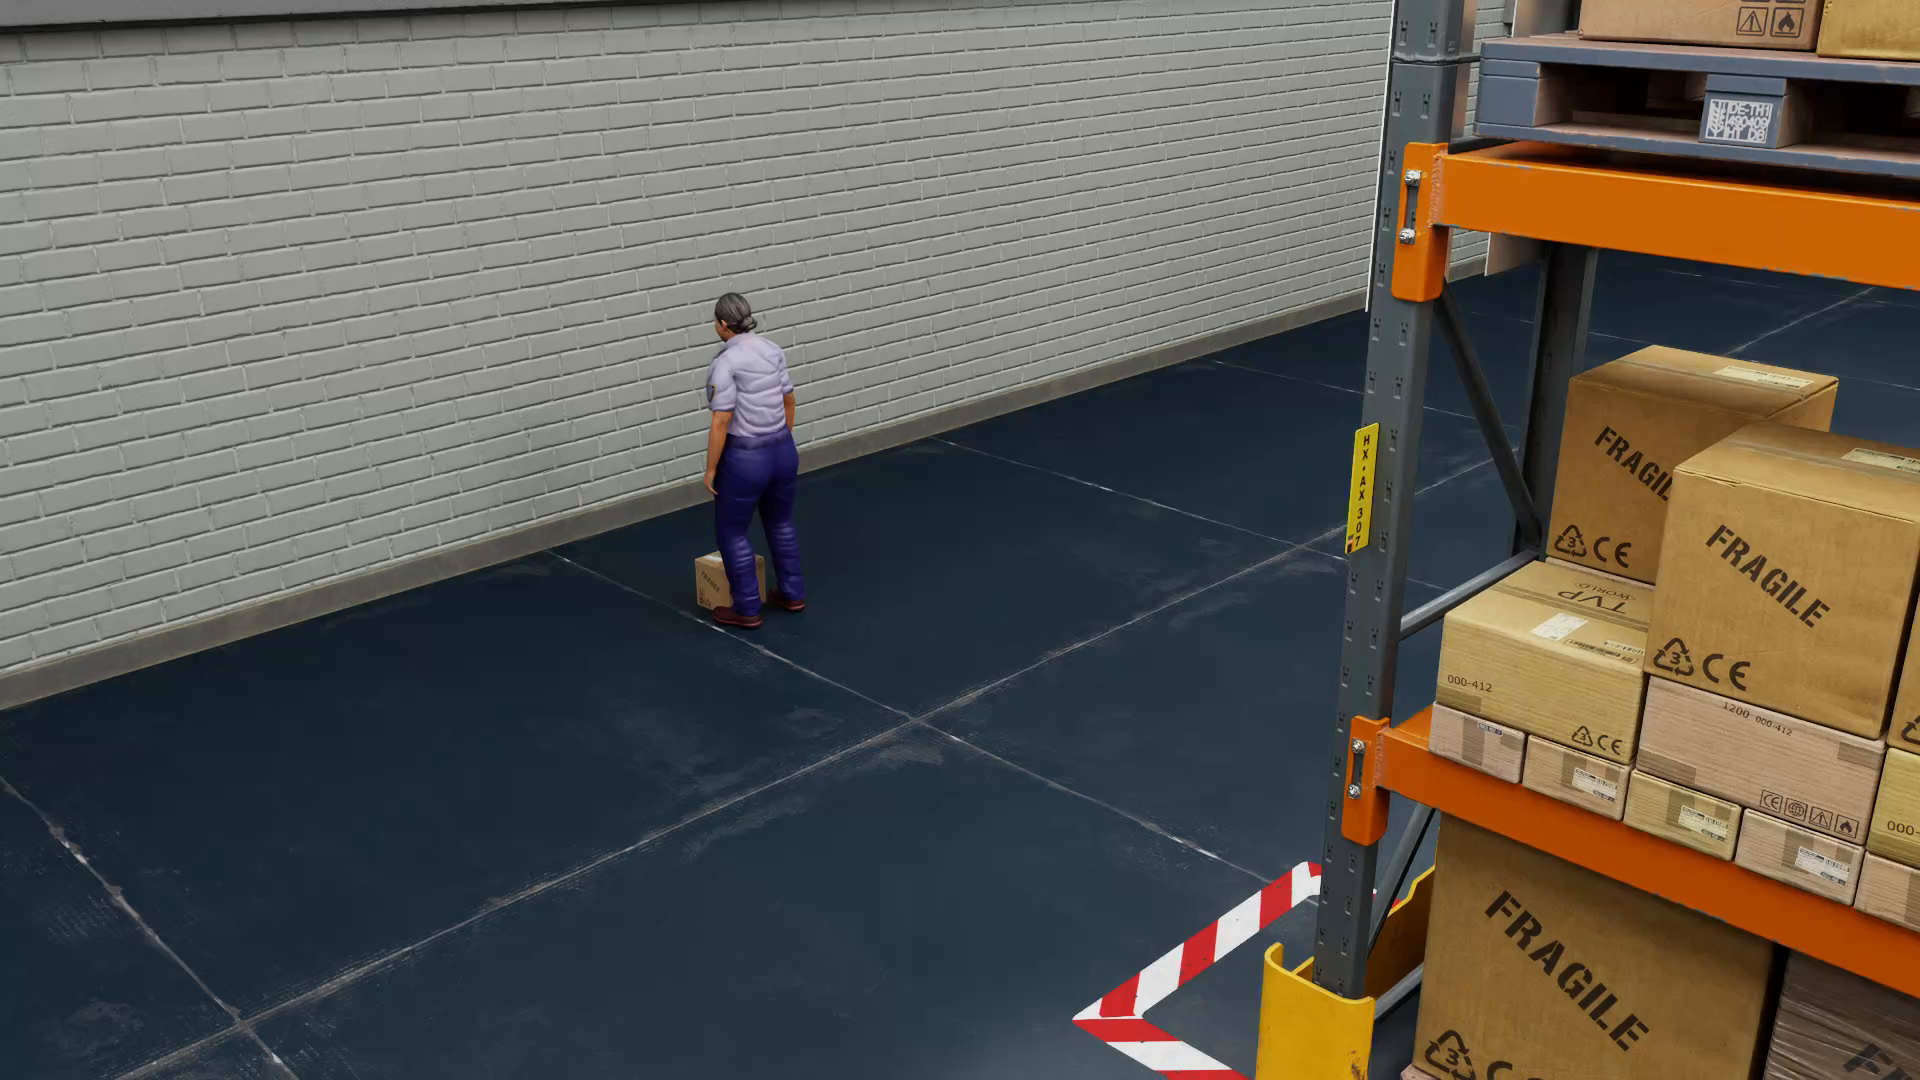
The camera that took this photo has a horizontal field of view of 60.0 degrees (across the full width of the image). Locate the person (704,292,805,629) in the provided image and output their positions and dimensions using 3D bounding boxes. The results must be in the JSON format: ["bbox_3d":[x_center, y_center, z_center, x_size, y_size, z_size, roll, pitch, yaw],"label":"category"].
[{"bbox_3d":[-1.019,-0.392,8.125,0.335,1.653,0.563,17,27,38],"label":"person"}]
